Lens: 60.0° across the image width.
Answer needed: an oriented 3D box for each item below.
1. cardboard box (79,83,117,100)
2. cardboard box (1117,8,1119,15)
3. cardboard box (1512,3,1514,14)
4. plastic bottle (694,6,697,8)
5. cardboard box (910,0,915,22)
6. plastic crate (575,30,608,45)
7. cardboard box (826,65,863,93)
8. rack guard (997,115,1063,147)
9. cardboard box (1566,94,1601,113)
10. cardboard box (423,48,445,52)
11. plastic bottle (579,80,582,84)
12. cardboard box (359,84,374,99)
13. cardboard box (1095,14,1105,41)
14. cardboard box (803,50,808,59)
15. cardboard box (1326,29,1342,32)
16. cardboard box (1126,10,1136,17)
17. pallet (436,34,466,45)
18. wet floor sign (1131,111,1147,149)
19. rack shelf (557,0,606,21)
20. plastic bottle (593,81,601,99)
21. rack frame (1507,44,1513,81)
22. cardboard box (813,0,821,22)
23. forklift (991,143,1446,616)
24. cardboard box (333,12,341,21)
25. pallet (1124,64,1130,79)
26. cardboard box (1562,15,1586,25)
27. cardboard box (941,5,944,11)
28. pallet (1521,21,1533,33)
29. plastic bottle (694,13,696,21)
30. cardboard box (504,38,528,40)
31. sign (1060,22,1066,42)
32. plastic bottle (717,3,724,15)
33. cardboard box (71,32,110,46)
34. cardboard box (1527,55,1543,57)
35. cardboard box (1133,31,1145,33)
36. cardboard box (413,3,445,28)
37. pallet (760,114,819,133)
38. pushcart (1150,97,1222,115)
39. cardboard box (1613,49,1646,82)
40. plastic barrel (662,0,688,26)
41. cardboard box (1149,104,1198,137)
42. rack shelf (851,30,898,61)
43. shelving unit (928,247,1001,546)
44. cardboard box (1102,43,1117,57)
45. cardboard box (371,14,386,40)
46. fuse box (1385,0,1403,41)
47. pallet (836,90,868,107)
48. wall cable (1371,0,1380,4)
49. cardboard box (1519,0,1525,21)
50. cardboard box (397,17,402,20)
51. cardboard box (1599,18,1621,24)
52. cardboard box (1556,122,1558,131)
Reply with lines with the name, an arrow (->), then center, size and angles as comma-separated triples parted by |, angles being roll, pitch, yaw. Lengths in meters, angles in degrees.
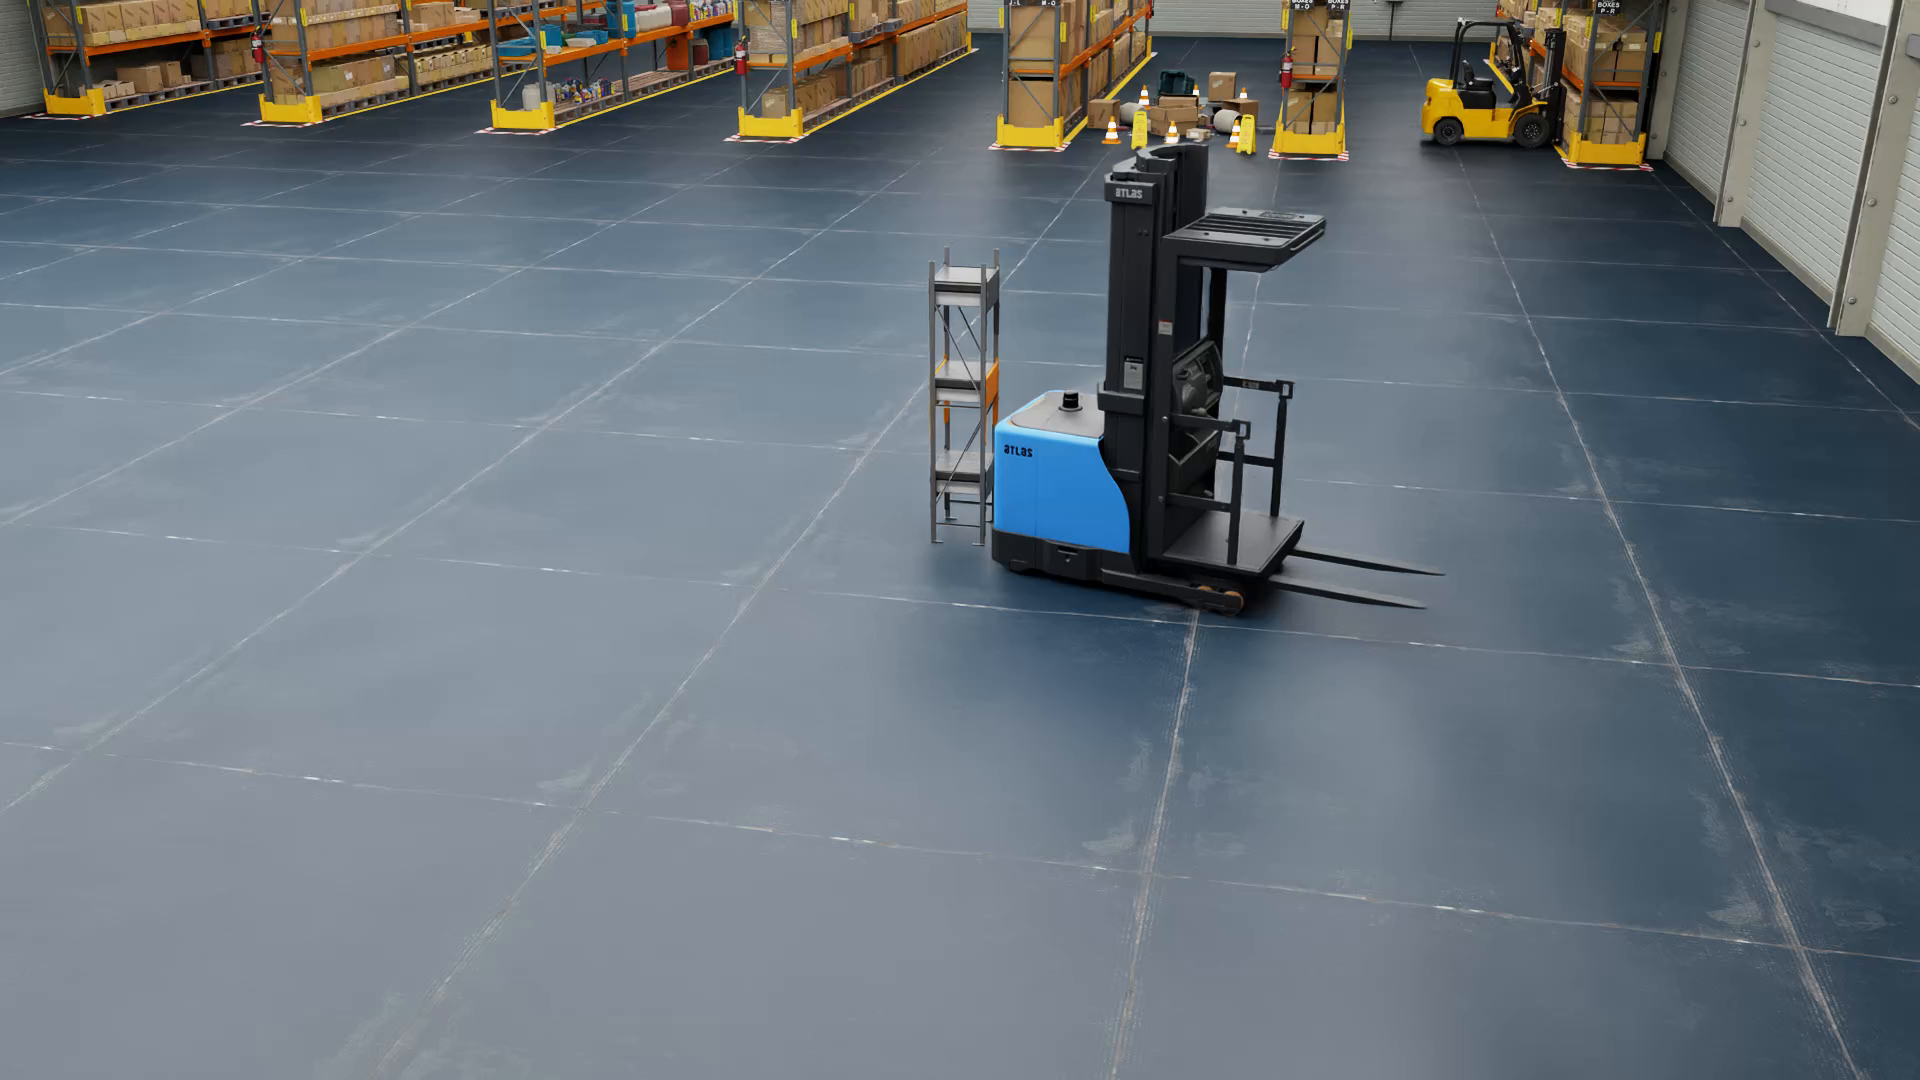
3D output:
cardboard box -> -17.881, -9.315, 34.477 | 0.500, 0.311, 0.500 | 2, 22, 5
cardboard box -> 3.462, -12.201, 38.408 | 0.380, 0.149, 0.250 | 5, 22, 12
cardboard box -> 13.312, -12.508, 39.199 | 0.500, 0.250, 0.500 | 5, 22, 12
plastic bottle -> -6.541, -13.087, 41.098 | 0.097, 0.201, 0.097 | 0, 22, 0
cardboard box -> -1.361, -12.484, 39.203 | 0.500, 0.500, 0.500 | 4, 22, 10
plastic crate -> -7.556, -10.325, 34.174 | 0.499, 0.251, 0.616 | 4, 22, 11
cardboard box -> -2.485, -9.882, 35.633 | 0.700, 0.500, 0.500 | 4, 22, 11
rack guard -> 1.267, -7.396, 30.047 | 1.175, 0.500, 0.348 | 4, 22, 11
cardboard box -> 10.885, -7.609, 29.011 | 0.500, 0.250, 0.500 | 5, 22, 12
cardboard box -> -12.228, -11.292, 38.745 | 0.500, 0.311, 0.500 | 4, 22, 9
plastic bottle -> -8.025, -9.552, 35.103 | 0.061, 0.283, 0.133 | 4, 22, 11
cardboard box -> -12.626, -9.382, 34.753 | 0.500, 0.250, 0.500 | 4, 22, 11
cardboard box -> 2.769, -10.798, 35.016 | 0.500, 0.500, 0.500 | 5, 22, 12
cardboard box -> -3.106, -9.222, 31.572 | 0.380, 0.149, 0.250 | 4, 22, 11
cardboard box -> 6.712, -8.936, 29.994 | 0.500, 0.500, 0.500 | 4, 22, 10
cardboard box -> 4.098, -12.915, 40.741 | 0.380, 0.149, 0.250 | 5, 23, 13
pallet -> -14.932, -14.371, 47.755 | 1.003, 0.211, 1.213 | 4, 22, 11
wet floor sign -> 3.204, -7.310, 29.641 | 0.267, 0.644, 0.232 | 1, 22, 2
rack shelf -> -10.404, -14.522, 45.359 | 1.077, 0.370, 4.000 | 4, 22, 11
plastic bottle -> -7.550, -9.349, 34.508 | 0.144, 0.351, 0.185 | 4, 22, 11
rack frame -> 13.447, -12.235, 38.718 | 1.000, 3.000, 0.127 | 4, 22, 11
cardboard box -> -2.975, -10.173, 31.727 | 0.500, 0.500, 0.500 | 4, 22, 11
forklift -> 1.778, -1.078, 11.106 | 3.031, 2.935, 1.130 | 10, 24, 24
cardboard box -> -12.760, -10.587, 33.625 | 0.380, 0.149, 0.250 | 4, 22, 9
pallet -> 3.563, -11.374, 40.313 | 1.003, 0.211, 1.213 | 4, 22, 11
cardboard box -> 11.459, -9.701, 31.025 | 0.380, 0.149, 0.250 | 5, 22, 12
cardboard box -> -0.622, -13.526, 42.260 | 0.380, 0.149, 0.250 | 5, 23, 13
pallet -> 13.023, -11.395, 36.888 | 1.003, 0.211, 1.213 | 4, 22, 11
plastic bottle -> -6.305, -12.400, 39.392 | 0.097, 0.201, 0.097 | 0, 22, 0
cardboard box -> -11.047, -12.225, 41.451 | 0.500, 0.500, 0.500 | 4, 22, 10
sign -> 1.814, -8.958, 29.315 | 0.100, 0.325, 0.005 | 4, 22, 11
plastic bottle -> -5.932, -13.152, 41.159 | 0.152, 0.276, 0.135 | 4, 22, 11
cardboard box -> -17.700, -10.206, 33.853 | 0.500, 0.250, 0.500 | 4, 22, 9
cardboard box -> 12.606, -10.503, 36.334 | 0.380, 0.149, 0.250 | 4, 22, 9
cardboard box -> 4.677, -13.351, 43.946 | 0.380, 0.149, 0.250 | 5, 22, 12
cardboard box -> -12.062, -11.900, 37.752 | 0.500, 0.500, 0.500 | 4, 22, 11
pallet -> -3.347, -8.008, 31.954 | 1.003, 0.211, 1.213 | 4, 22, 11
pushcart -> 4.712, -8.625, 33.265 | 1.648, 0.377, 0.936 | -3, 22, -8
cardboard box -> 11.371, -8.053, 28.200 | 0.500, 0.500, 0.500 | 5, 23, 13
plastic barrel -> -6.578, -12.153, 38.331 | 0.600, 0.536, 0.708 | 4, 22, 11
cardboard box -> 4.018, -7.901, 31.298 | 0.797, 0.503, 0.637 | -11, 25, -26
rack shelf -> -2.339, -10.840, 36.216 | 1.077, 0.370, 4.000 | 4, 22, 11
shelving unit -> 0.034, -1.035, 12.112 | 0.431, 2.100, 0.503 | 4, 22, 11
cardboard box -> 3.282, -11.106, 37.696 | 0.500, 0.250, 0.500 | 3, 22, 8
cardboard box -> -12.630, -10.889, 35.241 | 0.700, 0.500, 0.500 | 4, 22, 10
fuse box -> 12.557, -15.328, 48.122 | 0.539, 1.711, 0.414 | 4, 22, 11
pallet -> -2.590, -9.433, 35.493 | 1.003, 0.211, 1.213 | 4, 22, 11
wall cable -> 11.922, -16.506, 47.964 | 0.588, 1.984, 0.122 | 4, 22, 11
cardboard box -> 12.863, -11.840, 37.041 | 0.700, 0.500, 0.500 | 4, 22, 11
cardboard box -> -15.474, -14.354, 45.894 | 0.380, 0.149, 0.250 | 4, 22, 9
cardboard box -> 11.912, -9.468, 30.448 | 0.380, 0.149, 0.250 | 4, 22, 10
cardboard box -> 11.090, -7.517, 30.121 | 0.500, 0.250, 0.500 | 5, 23, 13
